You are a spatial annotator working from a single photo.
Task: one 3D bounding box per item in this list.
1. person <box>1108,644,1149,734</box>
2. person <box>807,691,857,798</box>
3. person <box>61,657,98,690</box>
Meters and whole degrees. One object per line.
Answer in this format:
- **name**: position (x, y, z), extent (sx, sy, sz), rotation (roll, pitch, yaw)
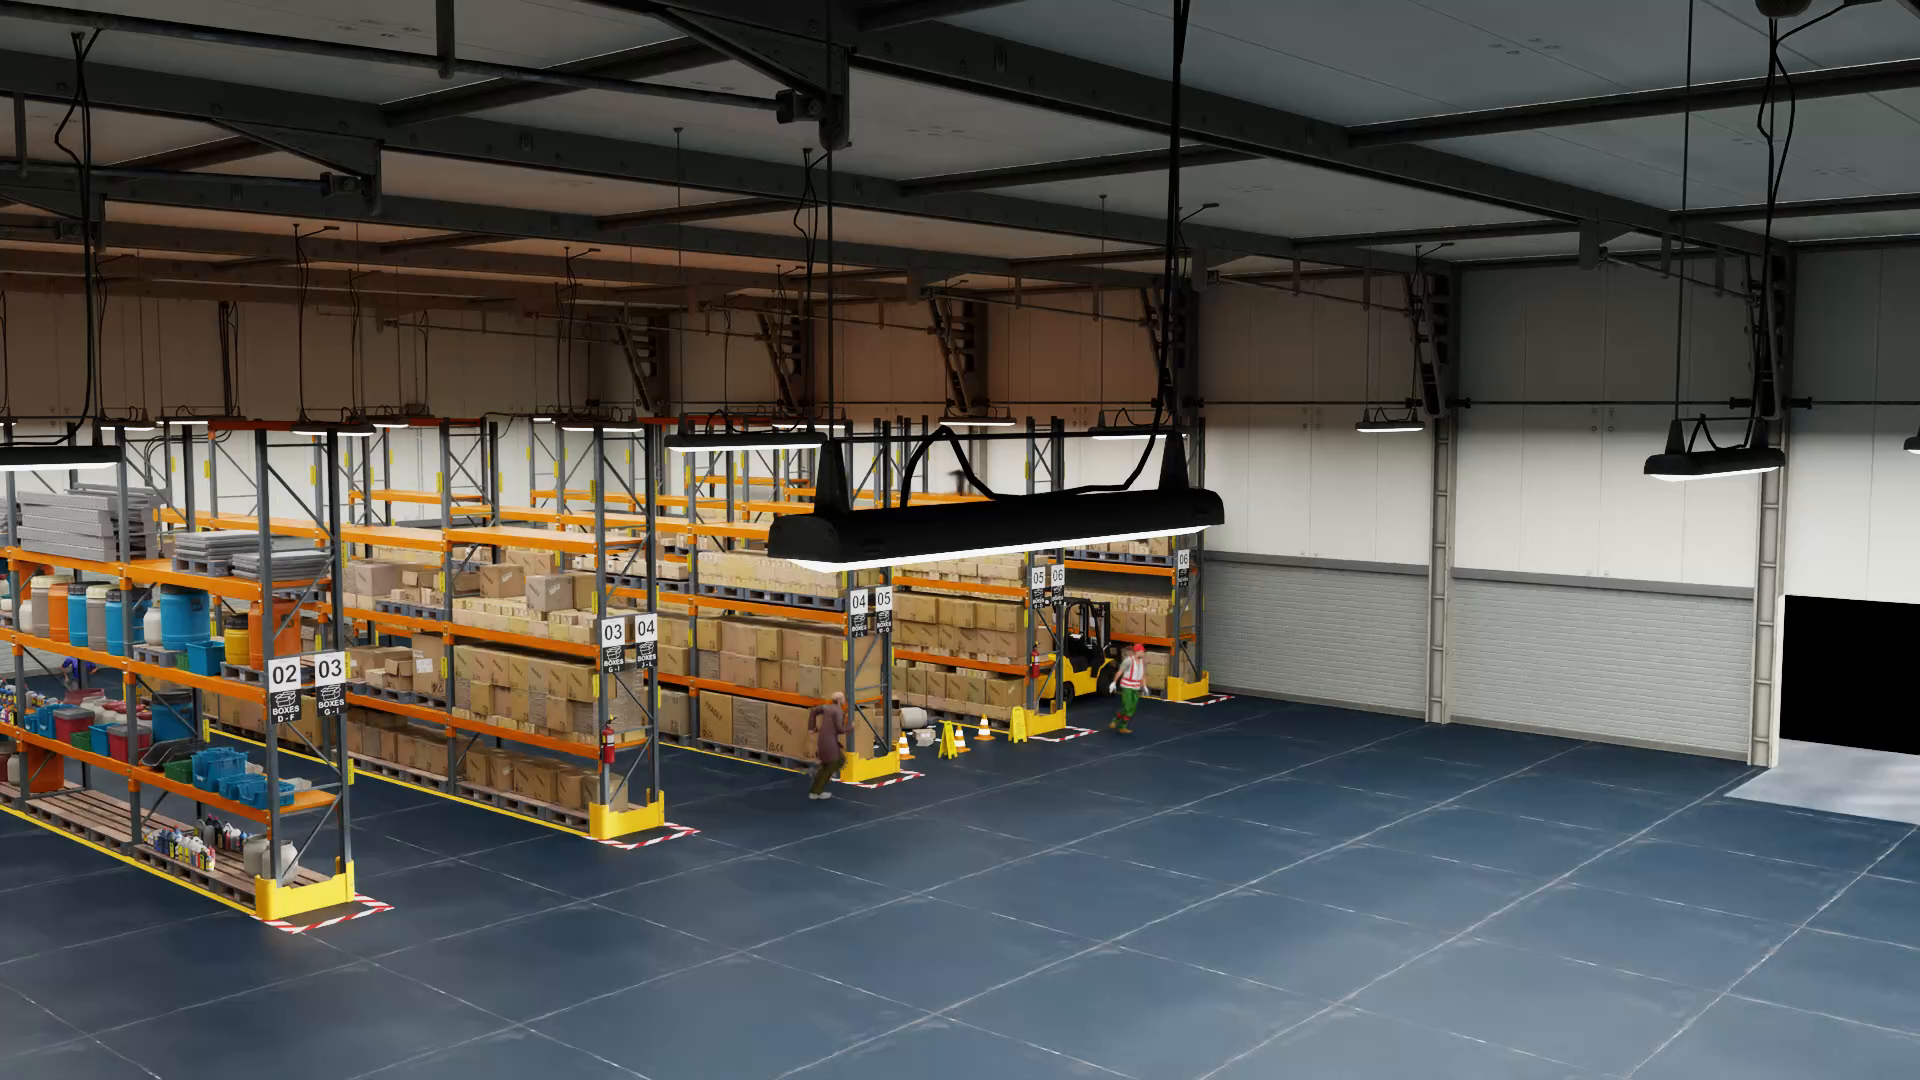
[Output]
- **person**: position (3.223, 2.830, 31.739), extent (0.707, 1.736, 0.613), rotation (-4, 6, -40)
- **person**: position (-2.032, 3.267, 26.577), extent (0.807, 1.702, 0.669), rotation (-2, 5, -20)
- **person**: position (-16.979, 2.828, 32.116), extent (0.733, 1.702, 0.583), rotation (4, 6, 43)
